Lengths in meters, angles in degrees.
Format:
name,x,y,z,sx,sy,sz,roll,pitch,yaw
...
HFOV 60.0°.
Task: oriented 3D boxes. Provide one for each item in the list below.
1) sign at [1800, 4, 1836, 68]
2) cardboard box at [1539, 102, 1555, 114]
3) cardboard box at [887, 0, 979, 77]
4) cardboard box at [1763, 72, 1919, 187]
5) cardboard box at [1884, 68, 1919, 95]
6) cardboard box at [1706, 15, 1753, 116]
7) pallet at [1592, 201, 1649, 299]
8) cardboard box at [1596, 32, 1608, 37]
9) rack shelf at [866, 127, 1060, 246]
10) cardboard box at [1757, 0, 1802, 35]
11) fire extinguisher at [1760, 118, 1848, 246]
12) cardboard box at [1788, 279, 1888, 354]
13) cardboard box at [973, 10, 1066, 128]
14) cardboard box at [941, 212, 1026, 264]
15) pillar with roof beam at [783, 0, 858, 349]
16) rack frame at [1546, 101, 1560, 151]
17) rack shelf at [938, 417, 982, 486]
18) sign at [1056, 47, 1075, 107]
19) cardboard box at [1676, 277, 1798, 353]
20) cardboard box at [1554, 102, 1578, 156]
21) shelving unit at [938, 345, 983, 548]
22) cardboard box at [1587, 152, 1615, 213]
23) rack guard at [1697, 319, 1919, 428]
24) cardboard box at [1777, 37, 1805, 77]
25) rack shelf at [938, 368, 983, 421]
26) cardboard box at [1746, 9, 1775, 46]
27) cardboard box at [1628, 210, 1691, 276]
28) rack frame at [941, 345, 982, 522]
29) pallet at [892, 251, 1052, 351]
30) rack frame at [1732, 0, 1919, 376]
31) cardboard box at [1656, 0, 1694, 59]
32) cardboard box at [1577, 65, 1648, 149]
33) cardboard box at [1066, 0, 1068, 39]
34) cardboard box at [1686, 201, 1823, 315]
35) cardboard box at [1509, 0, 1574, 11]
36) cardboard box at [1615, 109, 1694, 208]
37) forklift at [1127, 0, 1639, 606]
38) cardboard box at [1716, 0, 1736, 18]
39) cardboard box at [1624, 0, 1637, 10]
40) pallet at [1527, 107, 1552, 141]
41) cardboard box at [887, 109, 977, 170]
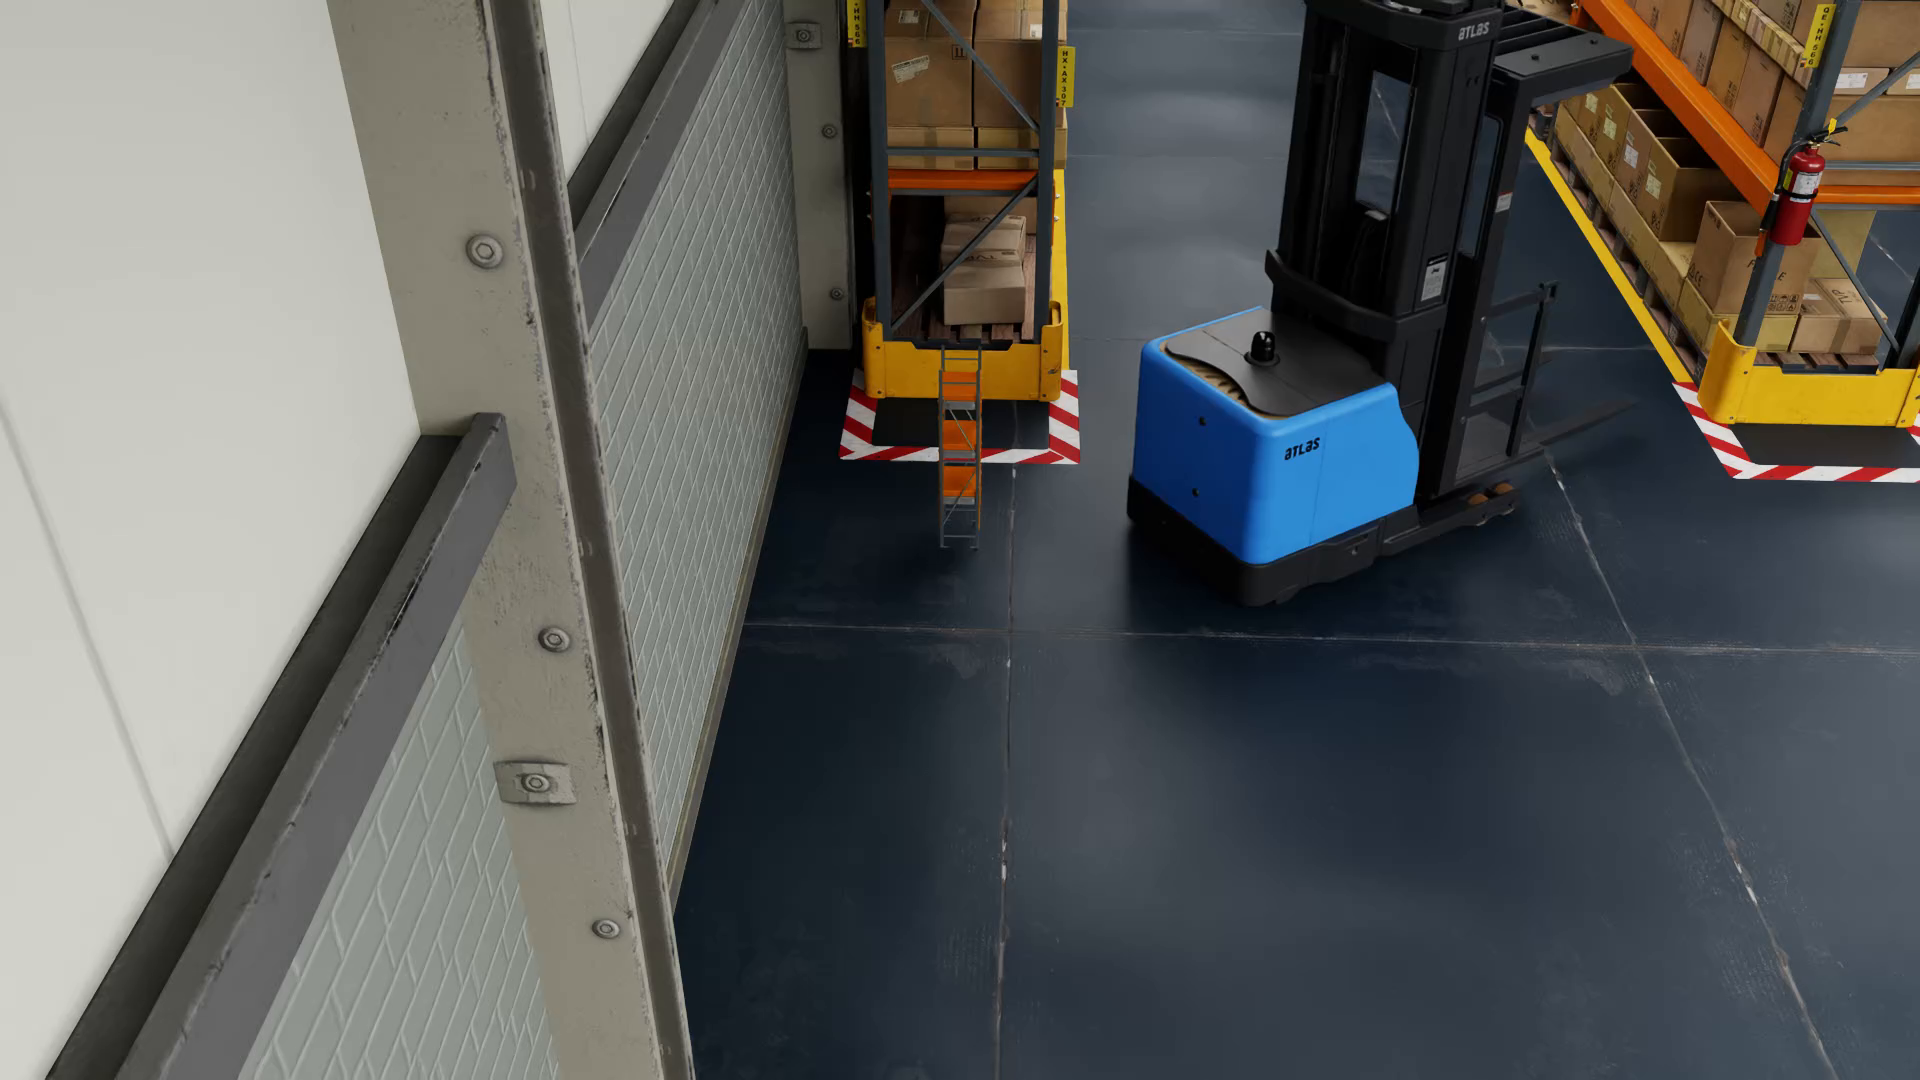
name,x,y,z,sx,sy,sz,roll,pitch,yaw
sign,4.422,-2.595,8.566,0.100,0.325,0.005,1,35,2
cardboard box,4.852,-3.593,13.226,0.500,0.250,0.500,1,35,1
cardboard box,-0.149,-2.934,9.723,0.500,0.500,0.500,2,35,3
cardboard box,4.996,-2.312,9.290,0.700,0.500,0.500,1,35,2
cardboard box,5.195,-2.530,9.036,0.380,0.149,0.250,1,35,2
cardboard box,5.038,-2.899,10.125,0.700,0.500,0.500,2,35,2
pallet,5.005,-2.002,11.361,1.003,0.211,1.213,1,35,2
cardboard box,4.855,-3.817,13.057,0.500,0.311,0.500,1,35,2
rack shelf,0.095,-2.970,10.939,1.077,0.370,4.000,1,35,2
cardboard box,5.013,-3.176,9.390,0.700,0.500,0.500,0,35,1
fire extinguisher,4.495,-1.915,8.879,0.296,0.674,0.183,1,35,2
cardboard box,5.208,-1.353,10.039,0.500,0.250,0.500,1,35,2
cardboard box,0.334,-2.637,9.300,0.500,0.500,0.500,1,35,2
cardboard box,0.155,-1.919,10.773,0.500,0.311,0.500,4,35,6
pillar with roof beam,3.480,-4.893,7.832,9.100,9.000,0.400,1,35,2
rack frame,5.125,-4.302,12.208,1.000,3.000,0.127,1,35,2
rack shelf,0.002,-0.452,8.444,0.215,0.259,0.240,1,35,2
sign,0.556,-2.457,8.831,0.100,0.325,0.005,1,35,2
cardboard box,4.690,-1.365,10.056,0.500,0.250,0.500,1,35,2
cardboard box,4.803,-3.089,12.508,0.500,0.250,0.500,1,35,2
shelving unit,0.002,-0.460,8.438,0.215,1.050,0.252,1,35,2
cardboard box,4.753,-2.515,11.691,0.500,0.250,0.500,1,35,2
rack guard,4.963,-0.967,9.637,1.175,0.500,0.348,1,35,2
cardboard box,4.798,-2.684,9.255,0.380,0.149,0.250,2,35,3
rack shelf,0.002,-0.684,8.280,0.215,0.259,0.240,1,35,2
cardboard box,4.821,-2.975,9.670,0.380,0.149,0.250,2,35,3
cardboard box,4.717,-1.940,10.874,0.500,0.250,0.500,1,35,2
rack frame,0.007,-0.530,8.537,0.200,1.050,0.008,1,35,2
pallet,0.085,-1.484,10.624,1.003,0.211,1.213,1,35,2
rack frame,4.964,-2.003,8.938,1.000,3.000,0.127,1,35,2
cardboard box,5.074,-3.496,10.975,0.700,0.500,0.500,2,35,3
cardboard box,4.781,-3.109,11.884,0.500,0.500,0.500,1,35,2
cardboard box,0.391,-3.217,10.125,0.500,0.500,0.500,0,35,0
cardboard box,4.688,-1.672,9.840,0.500,0.500,0.500,1,35,2
cardboard box,4.892,-4.403,13.890,0.500,0.311,0.500,1,35,2
cardboard box,4.735,-2.534,11.067,0.500,0.500,0.500,1,35,2
forklift,2.400,-1.512,8.298,3.031,2.935,1.130,-20,40,-26
cardboard box,4.840,-3.278,10.100,0.380,0.149,0.250,2,35,3
cardboard box,5.113,-4.087,11.816,0.700,0.500,0.500,0,35,1
pallet,5.115,-3.585,13.613,1.003,0.211,1.213,1,35,2
cardboard box,-0.161,-2.336,9.523,0.500,0.250,0.500,2,35,3
